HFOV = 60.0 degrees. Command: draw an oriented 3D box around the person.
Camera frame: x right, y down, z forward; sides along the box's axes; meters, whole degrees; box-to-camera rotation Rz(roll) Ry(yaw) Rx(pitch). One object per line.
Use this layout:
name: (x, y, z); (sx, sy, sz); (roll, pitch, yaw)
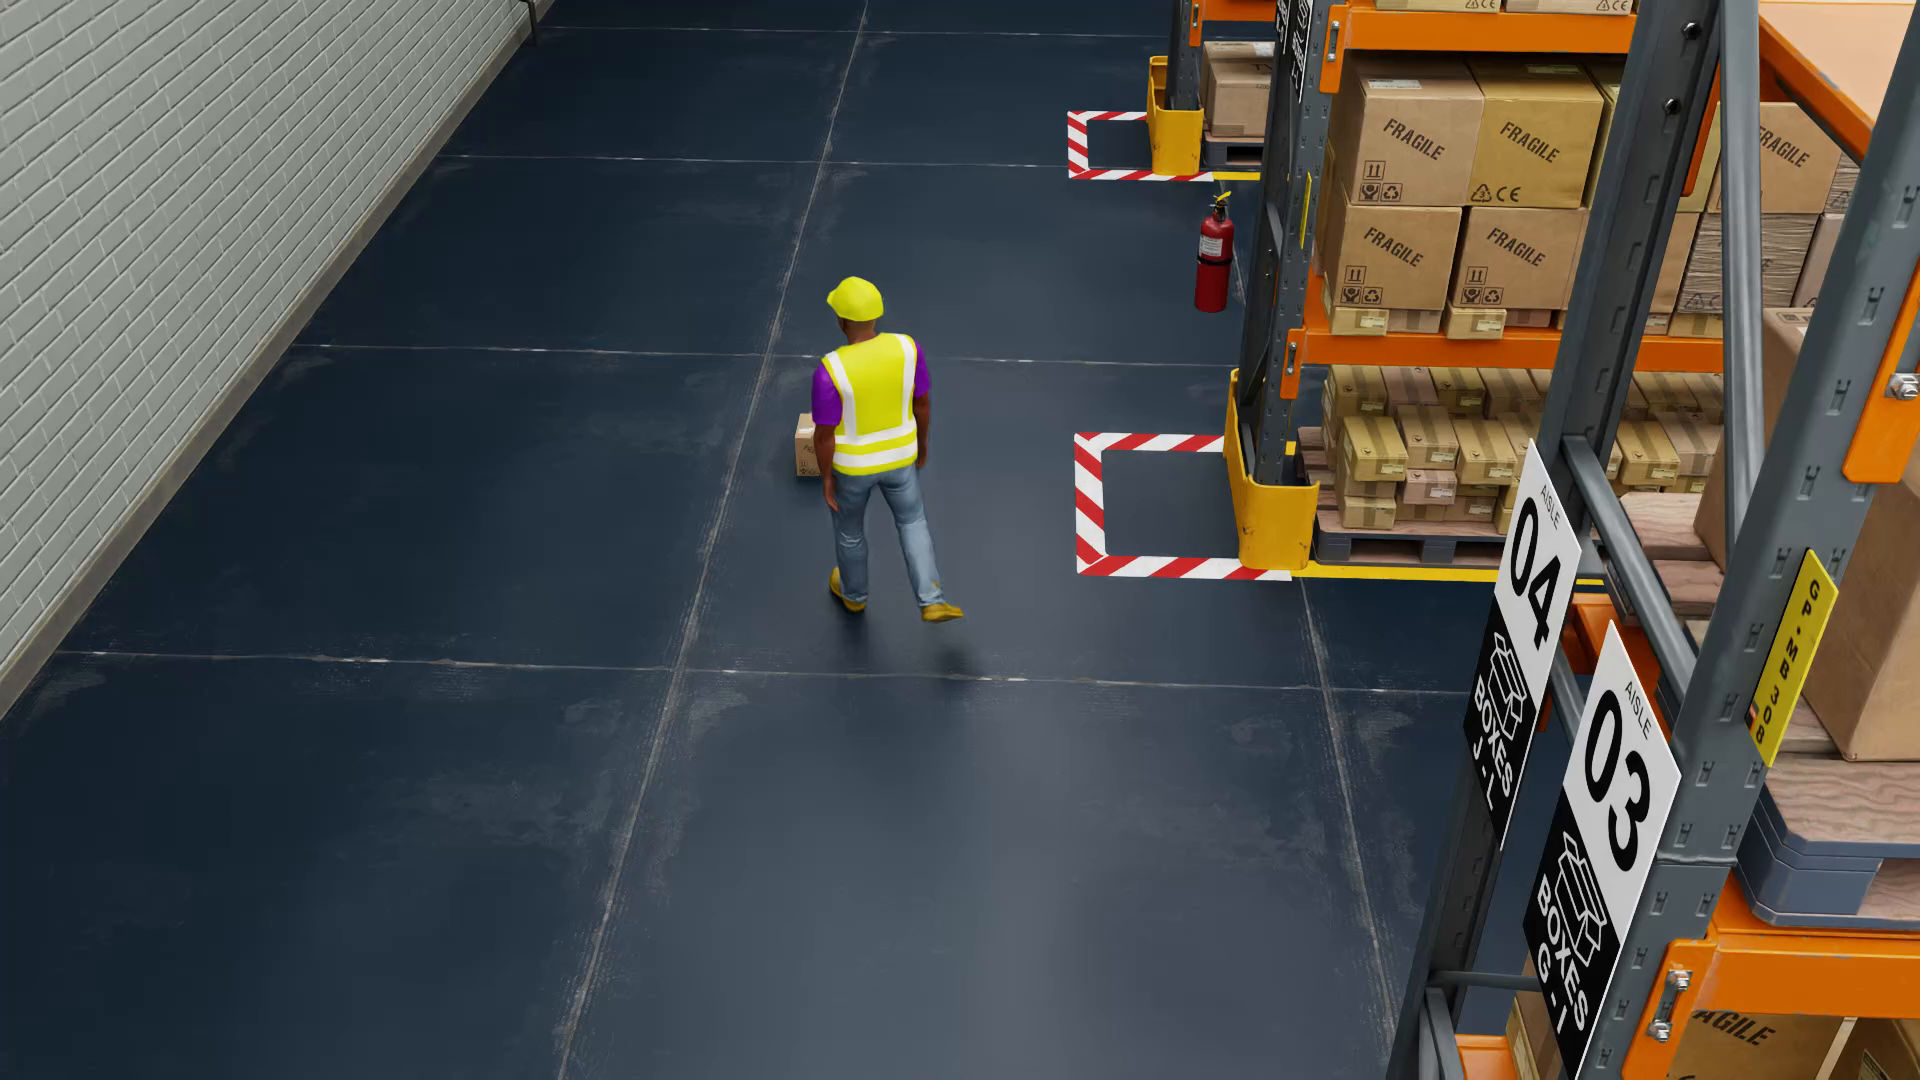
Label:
person: (-0.364, -0.337, 7.548); (0.593, 1.760, 0.804); (-14, 38, -19)
